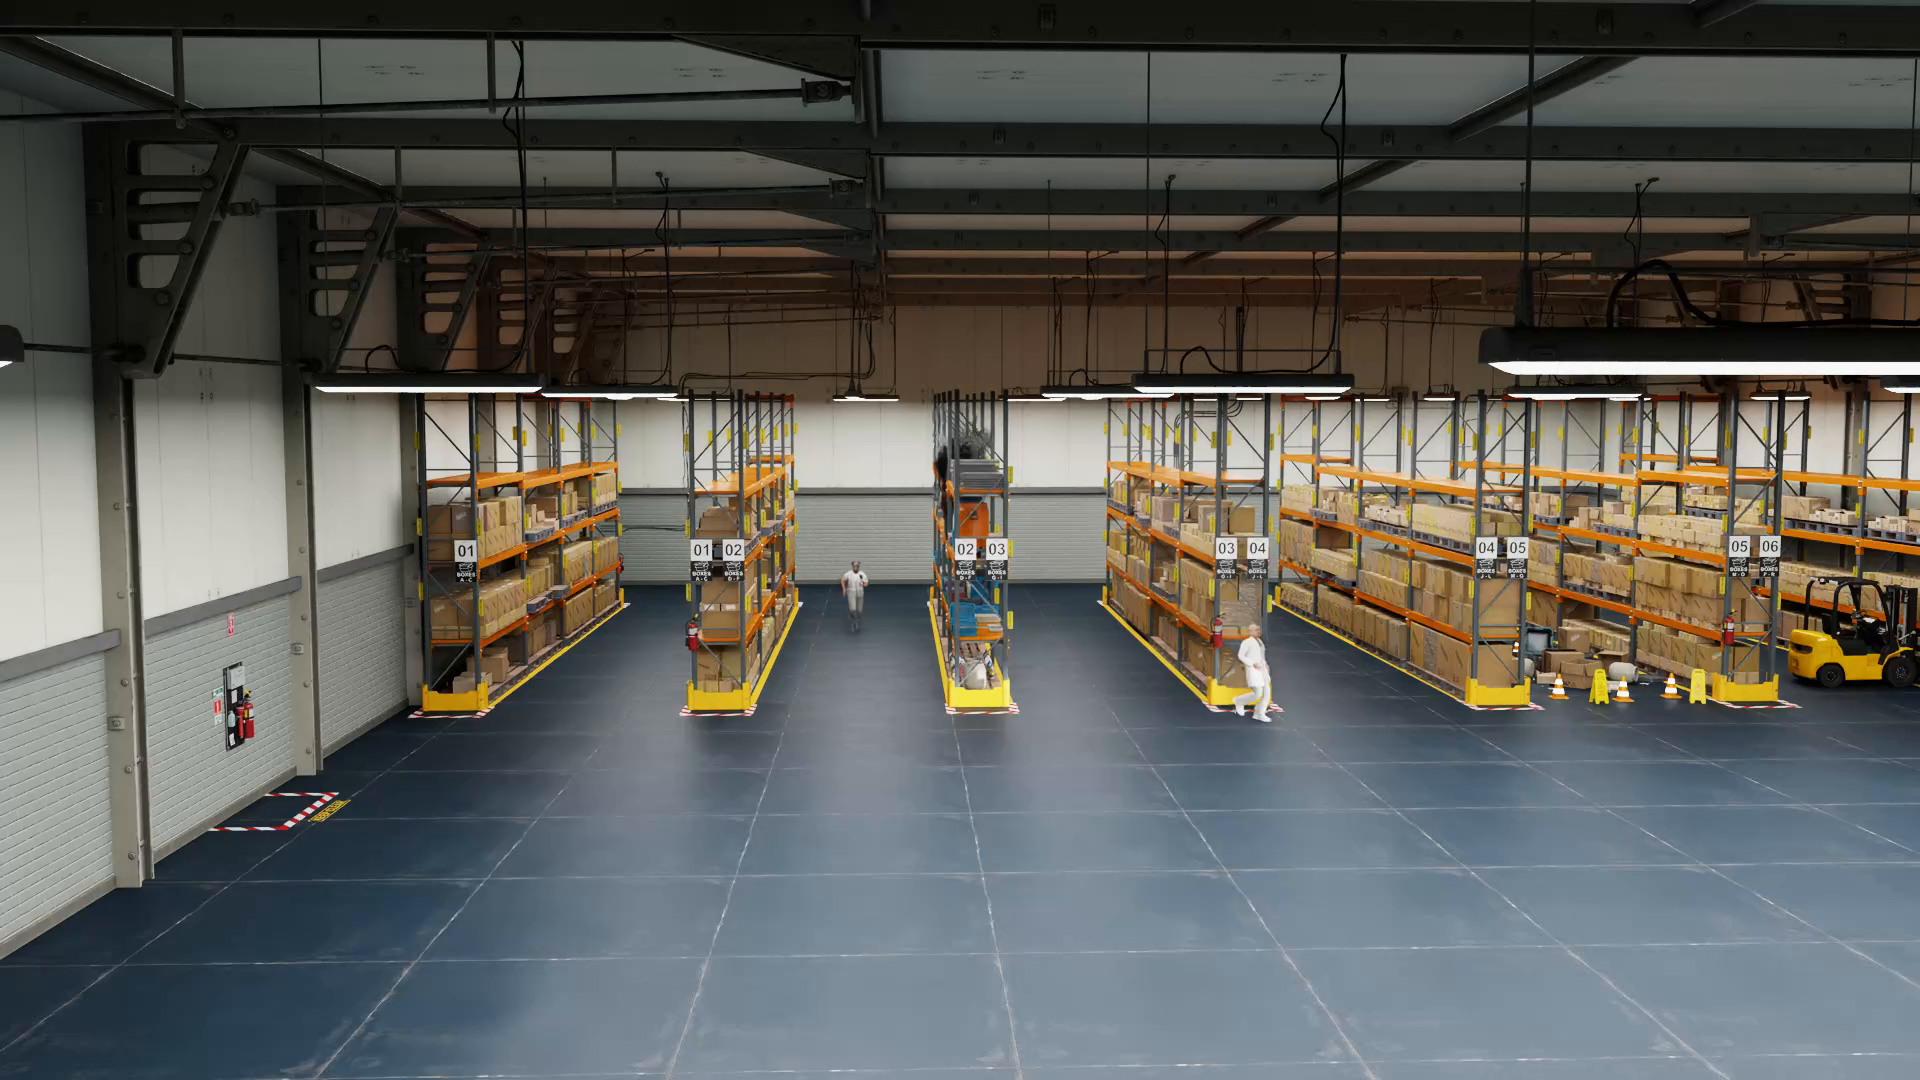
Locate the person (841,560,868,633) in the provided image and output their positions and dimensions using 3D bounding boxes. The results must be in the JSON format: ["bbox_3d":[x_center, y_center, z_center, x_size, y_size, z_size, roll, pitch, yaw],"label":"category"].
[{"bbox_3d":[-2.627,1.438,41.899,0.632,1.842,0.760,-1,5,-16],"label":"person"}]

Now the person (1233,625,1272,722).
[{"bbox_3d":[5.316,2.403,30.151,0.739,1.752,0.730,4,6,40],"label":"person"}]

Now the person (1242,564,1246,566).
[{"bbox_3d":[8.149,0.943,48.474,0.633,1.709,0.724,-3,5,-31],"label":"person"}]

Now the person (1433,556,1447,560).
[{"bbox_3d":[14.240,0.807,49.405,0.953,1.713,0.751,2,5,27],"label":"person"}]
